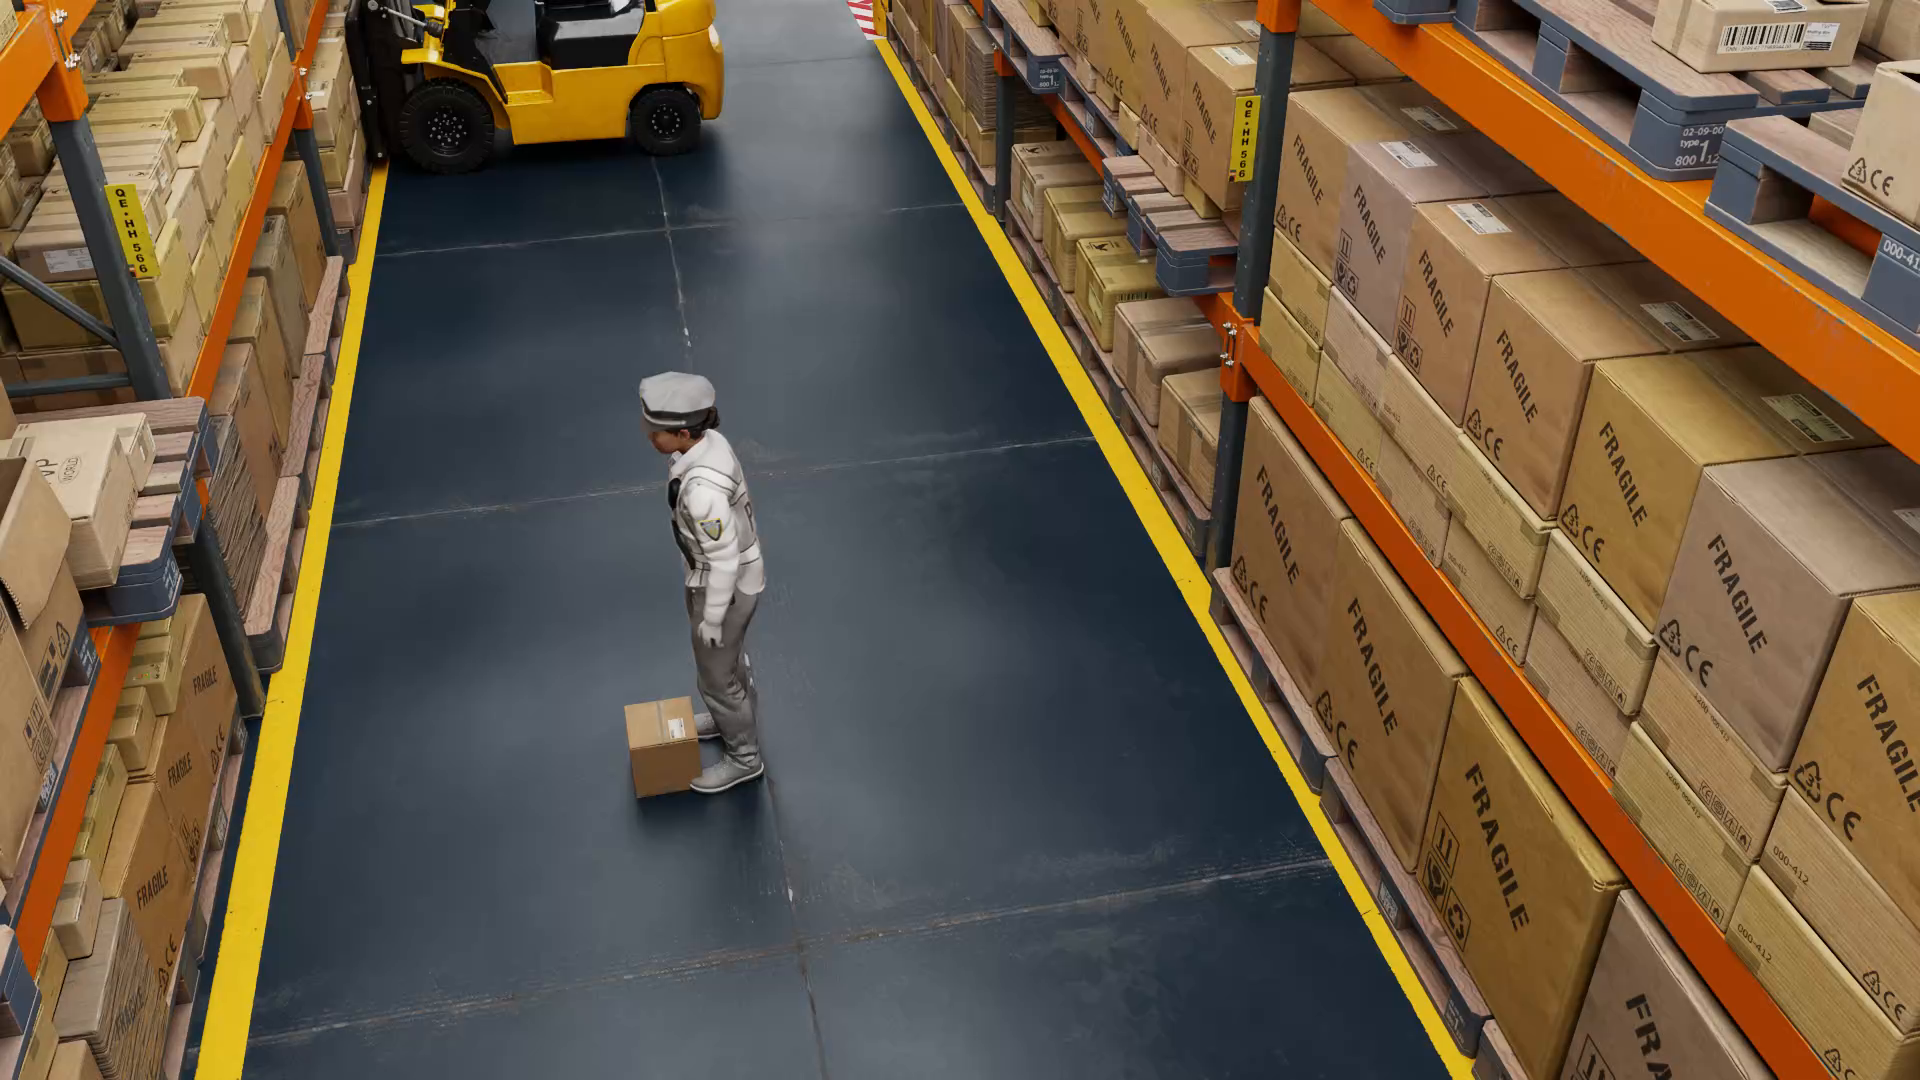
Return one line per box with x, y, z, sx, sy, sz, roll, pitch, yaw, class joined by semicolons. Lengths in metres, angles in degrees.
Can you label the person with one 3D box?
-0.881;0.158;5.911;0.375;1.663;0.526;-8;35;-11;person
